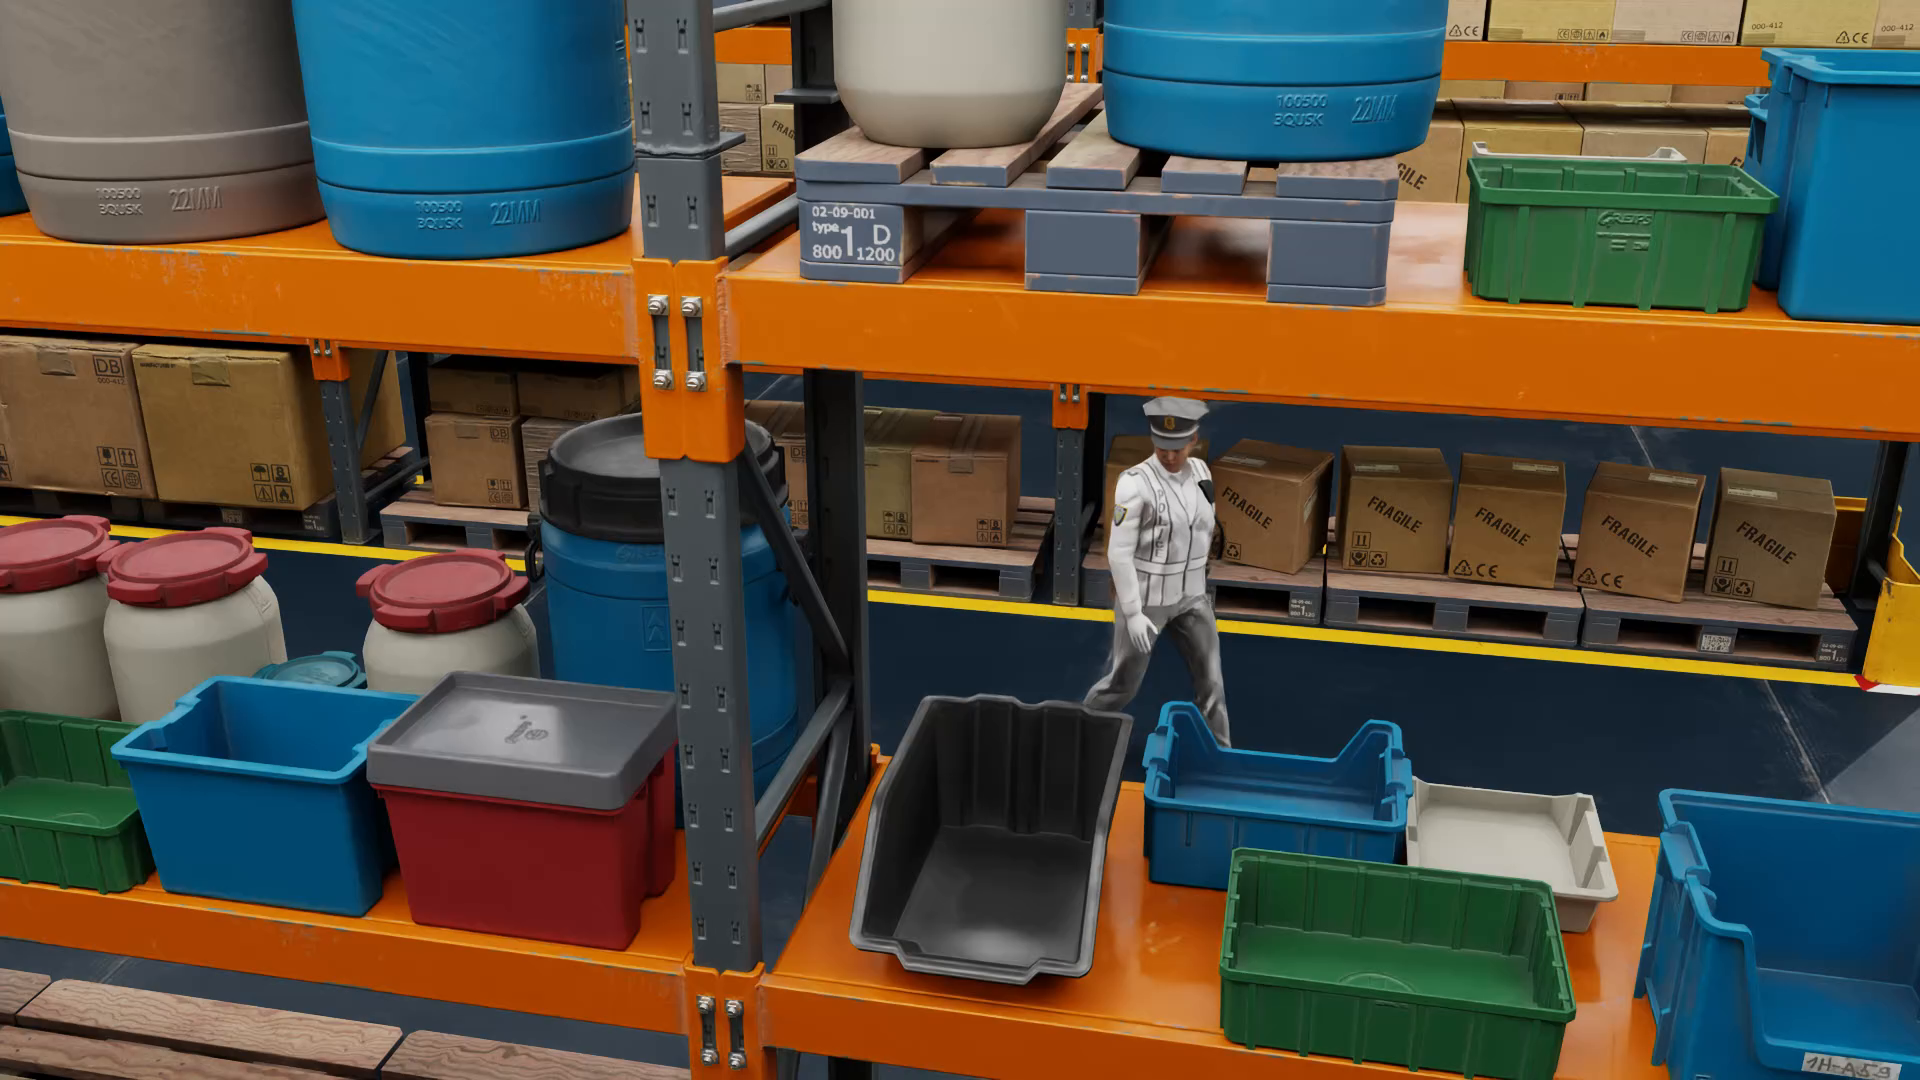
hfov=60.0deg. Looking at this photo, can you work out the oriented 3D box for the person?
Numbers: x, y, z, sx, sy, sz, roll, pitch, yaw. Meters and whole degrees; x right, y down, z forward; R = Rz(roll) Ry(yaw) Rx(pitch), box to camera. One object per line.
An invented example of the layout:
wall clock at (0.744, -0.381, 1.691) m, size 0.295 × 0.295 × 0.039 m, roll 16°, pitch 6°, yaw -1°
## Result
person at (0.814, 0.240, 6.470) m, size 0.518 × 1.631 × 0.868 m, roll -14°, pitch 26°, yaw -31°
